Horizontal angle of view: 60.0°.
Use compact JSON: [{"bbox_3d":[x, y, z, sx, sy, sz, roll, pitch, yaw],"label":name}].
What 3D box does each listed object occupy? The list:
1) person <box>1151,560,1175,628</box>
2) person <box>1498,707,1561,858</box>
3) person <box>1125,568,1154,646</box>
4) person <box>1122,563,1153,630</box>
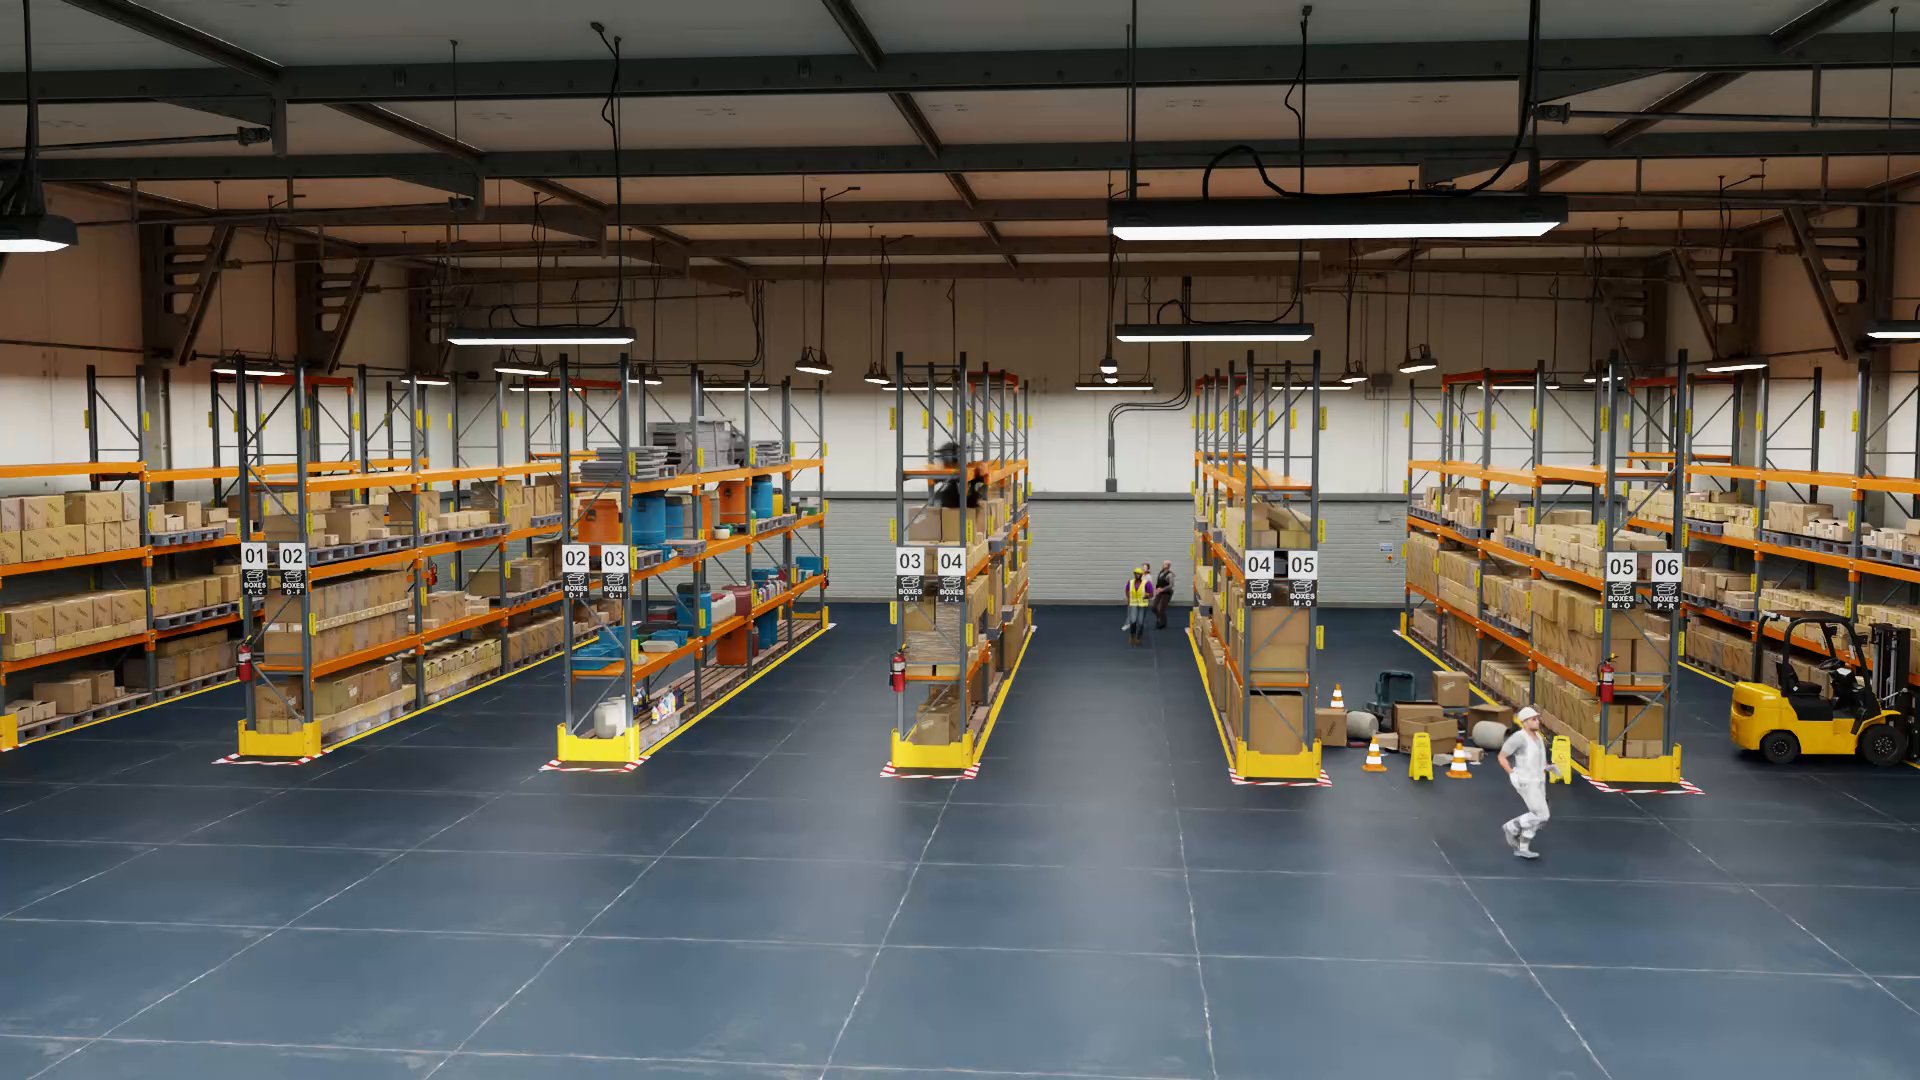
[{"bbox_3d":[4.896,1.316,40.167,0.529,1.673,0.690,-3,5,-34],"label":"person"},{"bbox_3d":[6.547,2.786,19.012,0.664,1.745,0.583,-4,5,-41],"label":"person"},{"bbox_3d":[3.987,1.494,37.128,0.669,1.758,0.669,1,4,13],"label":"person"},{"bbox_3d":[4.342,1.369,39.938,0.742,1.627,0.703,3,5,40],"label":"person"}]
